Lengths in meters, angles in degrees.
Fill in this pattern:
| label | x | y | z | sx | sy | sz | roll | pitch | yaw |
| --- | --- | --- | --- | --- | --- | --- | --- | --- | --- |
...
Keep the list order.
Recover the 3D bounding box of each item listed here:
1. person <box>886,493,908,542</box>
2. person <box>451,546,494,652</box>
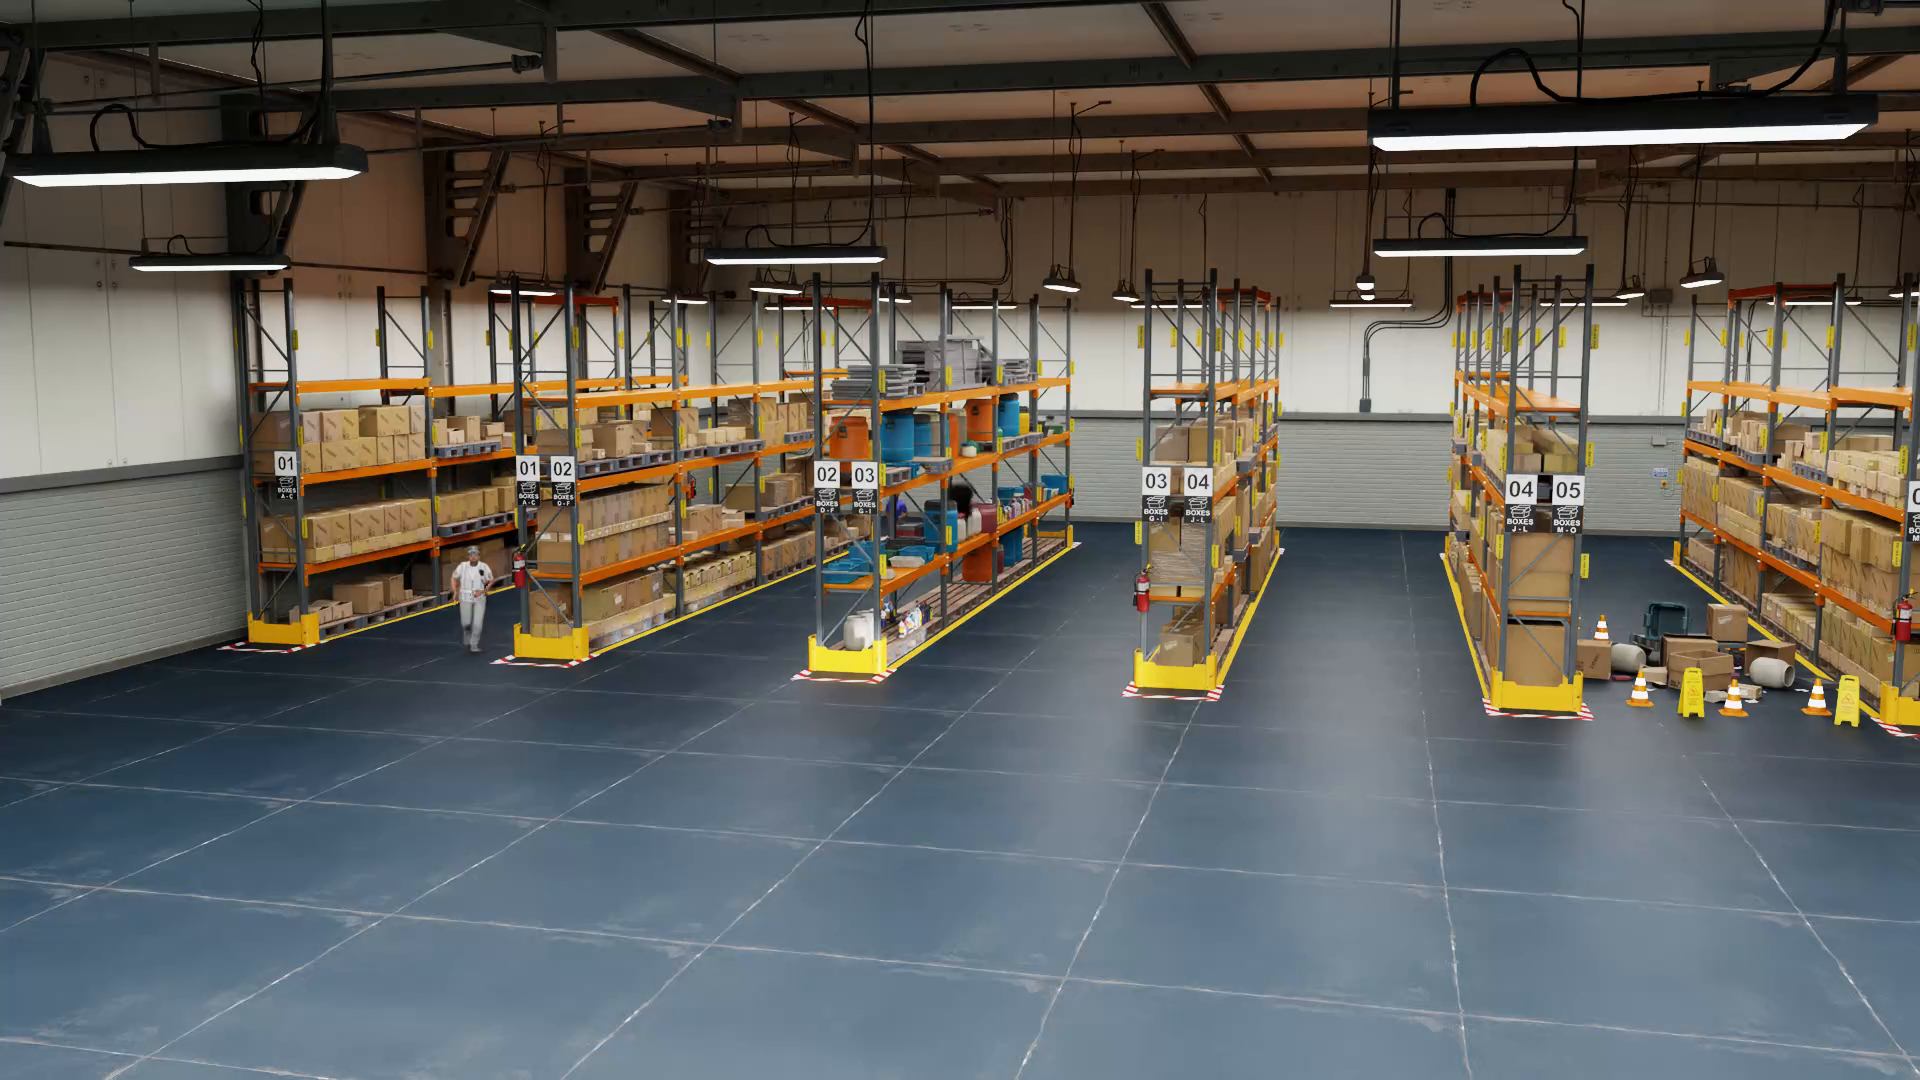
| label | x | y | z | sx | sy | sz | roll | pitch | yaw |
| --- | --- | --- | --- | --- | --- | --- | --- | --- | --- |
| person | -1.466 | -0.330 | 37.780 | 0.561 | 1.621 | 0.573 | 1 | 7 | 10 |
| person | -7.840 | 0.941 | 26.770 | 0.660 | 1.722 | 0.565 | -2 | 7 | -18 |
